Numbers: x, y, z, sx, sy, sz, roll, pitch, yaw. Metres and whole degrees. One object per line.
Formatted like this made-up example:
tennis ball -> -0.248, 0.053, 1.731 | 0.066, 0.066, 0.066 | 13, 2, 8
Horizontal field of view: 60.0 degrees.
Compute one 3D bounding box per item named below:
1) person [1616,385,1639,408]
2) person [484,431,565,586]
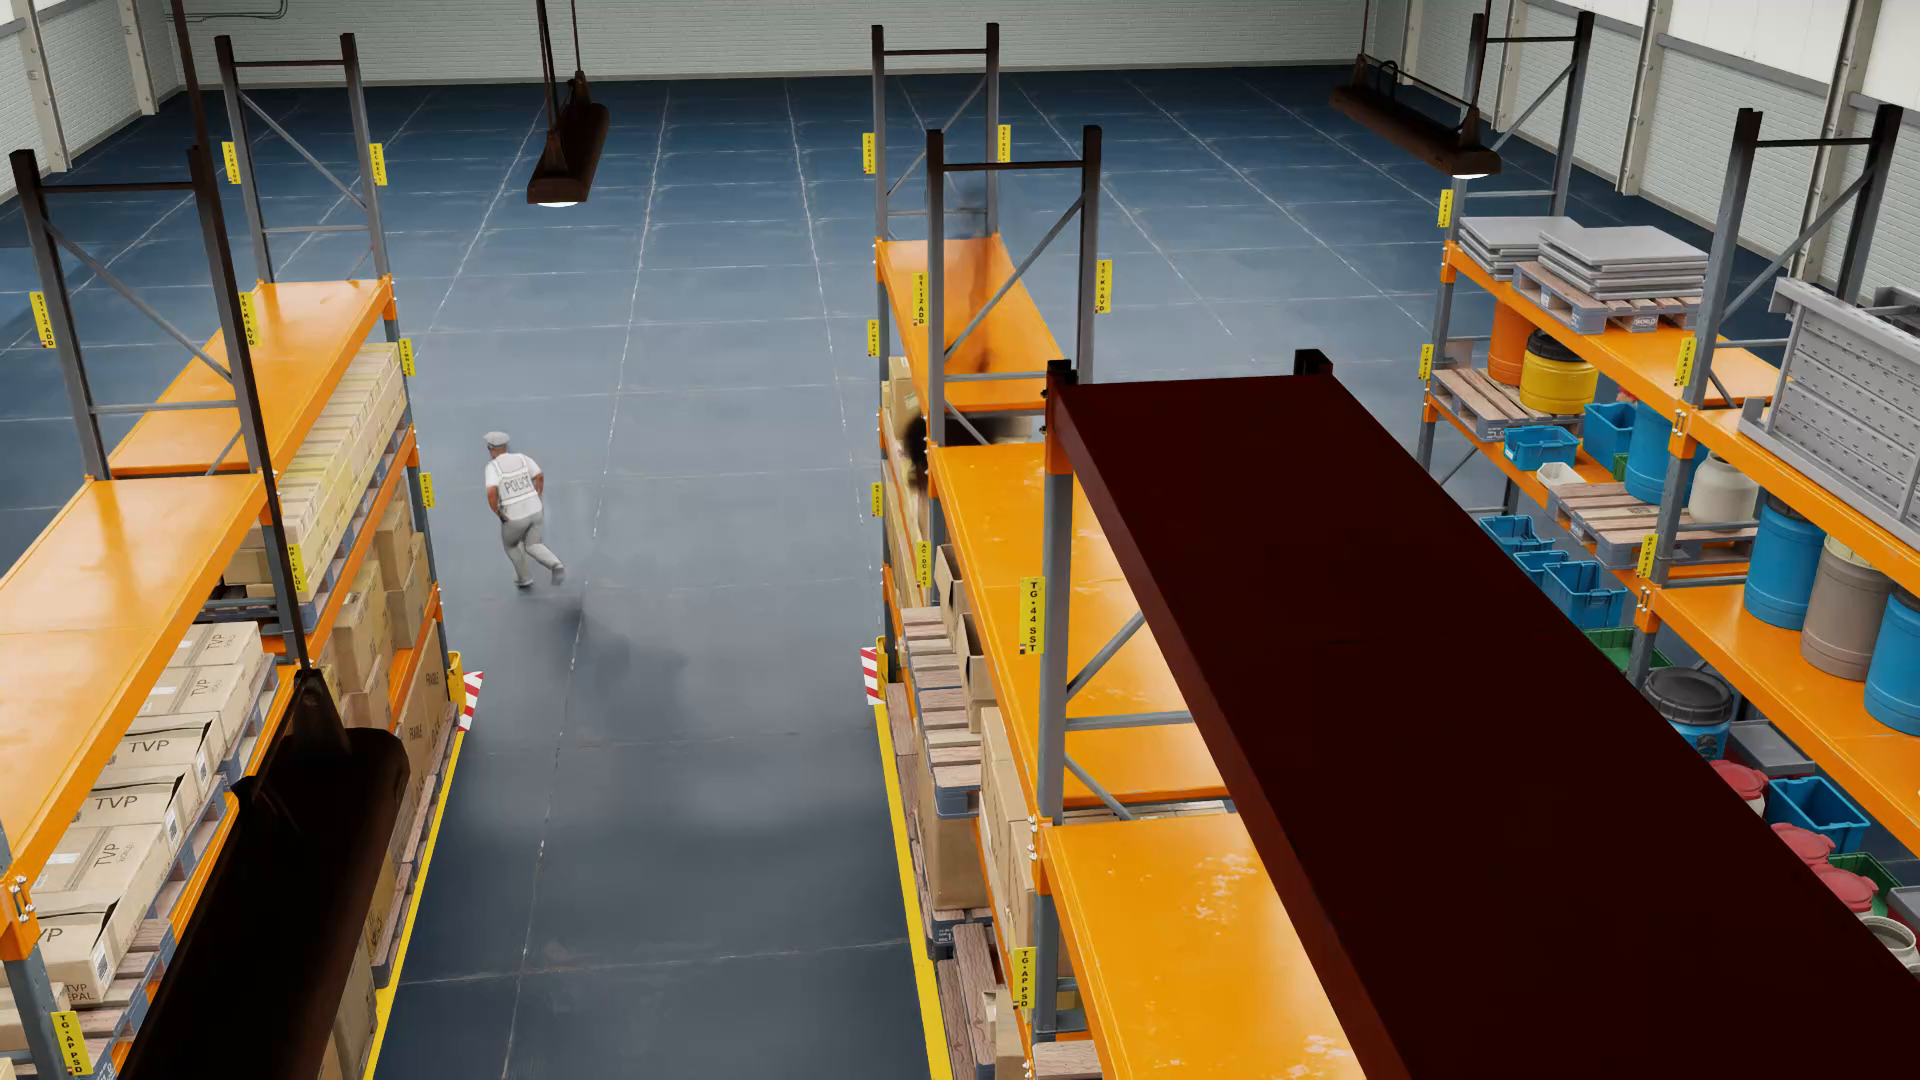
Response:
person -> 7.337, -0.951, 18.471 | 0.699, 1.727, 0.709 | 12, 28, 23
person -> -4.455, -0.205, 17.043 | 0.933, 1.720, 0.668 | 18, 31, 33
